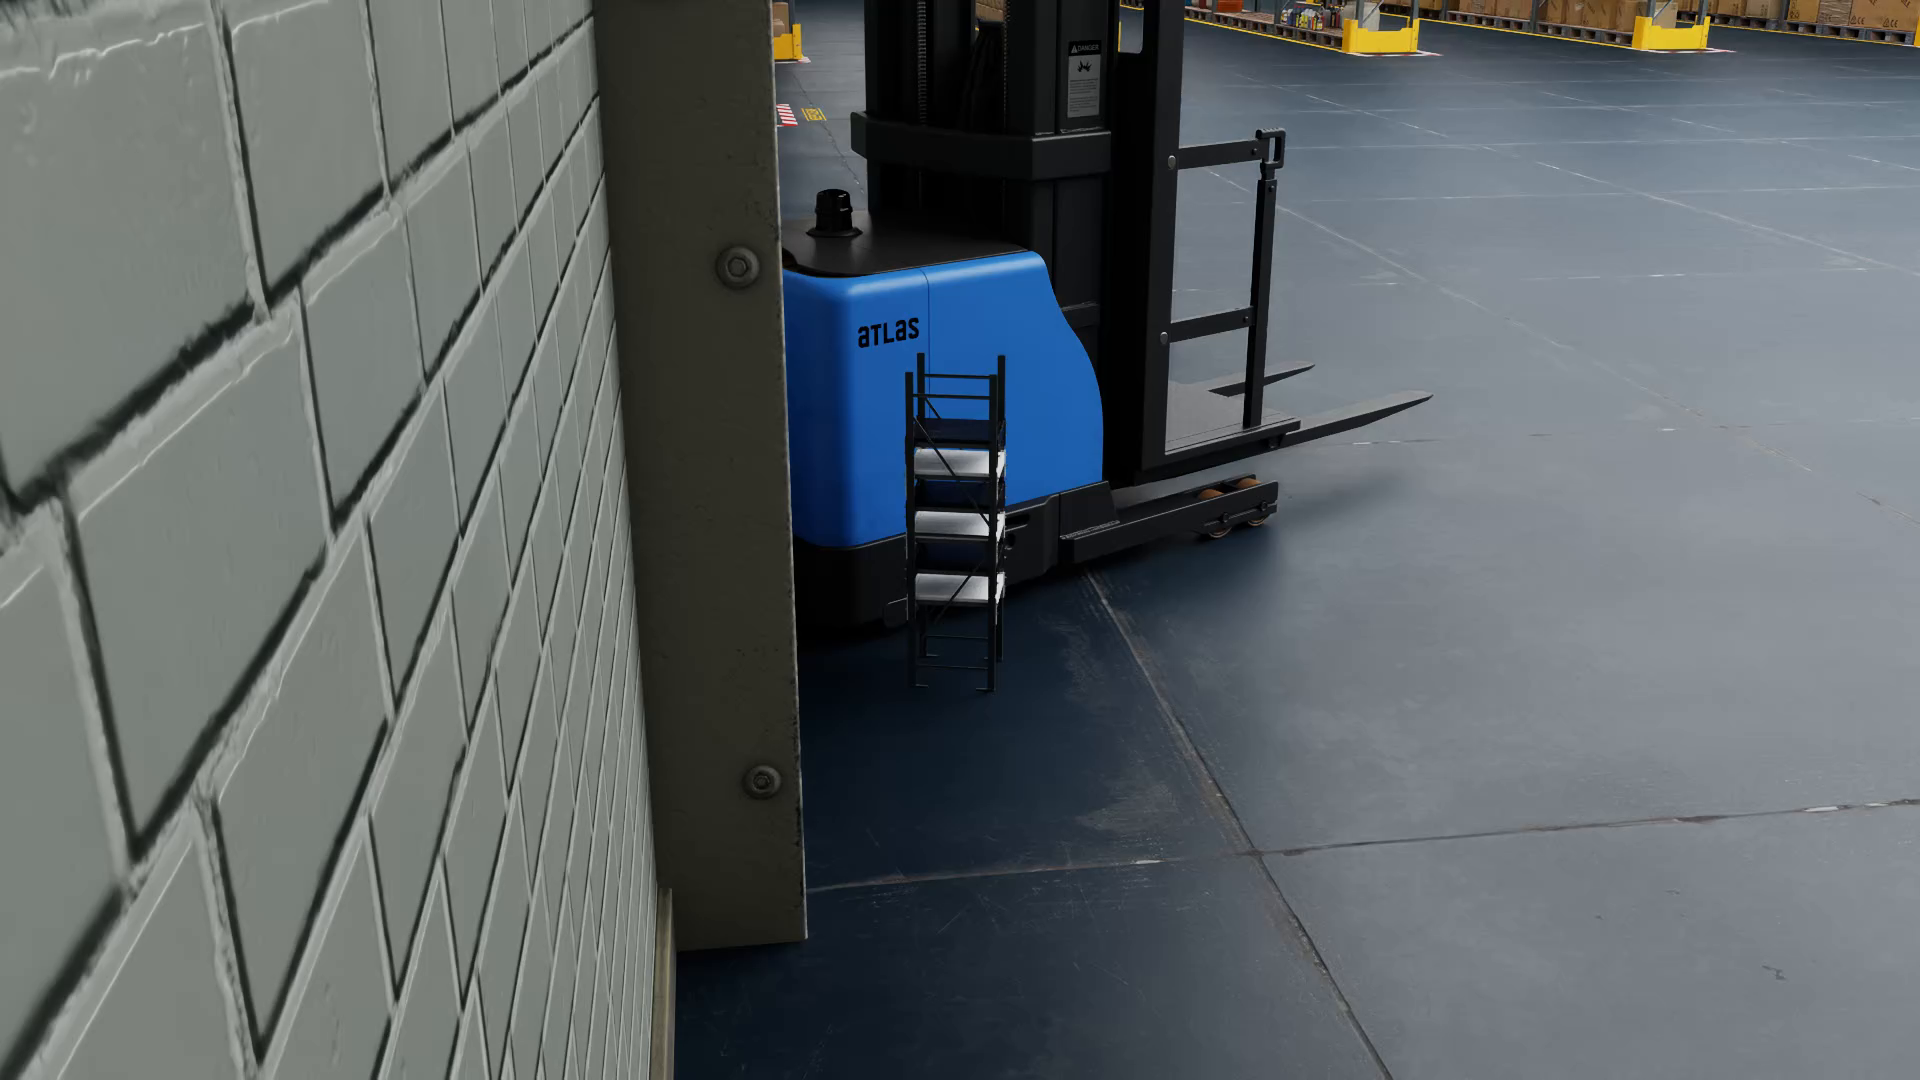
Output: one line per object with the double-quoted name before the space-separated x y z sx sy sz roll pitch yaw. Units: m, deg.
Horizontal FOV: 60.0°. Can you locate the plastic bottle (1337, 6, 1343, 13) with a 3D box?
"plastic bottle" 6.676 -9.204 29.228 0.144 0.351 0.185 -3 21 -8

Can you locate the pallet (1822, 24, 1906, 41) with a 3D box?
"pallet" 16.259 -9.093 29.761 1.003 0.211 1.213 -3 21 -8

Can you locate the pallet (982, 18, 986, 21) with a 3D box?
"pallet" 0.998 -9.747 31.511 1.003 0.211 1.213 -3 21 -8

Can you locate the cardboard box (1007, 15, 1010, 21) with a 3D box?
"cardboard box" 1.088 -9.109 29.148 0.500 0.250 0.500 -3 21 -8

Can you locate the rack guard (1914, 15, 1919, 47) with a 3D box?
"rack guard" 16.628 -8.526 27.829 1.175 0.500 0.348 -3 21 -8

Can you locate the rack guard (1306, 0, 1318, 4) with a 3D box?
"rack guard" 9.392 -13.867 42.130 1.175 0.500 0.348 -3 21 -8

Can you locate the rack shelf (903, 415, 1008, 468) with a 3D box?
"rack shelf" -0.010 -0.266 4.467 0.258 0.077 0.200 3 21 7

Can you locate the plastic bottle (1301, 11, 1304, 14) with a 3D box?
"plastic bottle" 6.015 -9.138 29.167 0.097 0.271 0.097 0 20 0

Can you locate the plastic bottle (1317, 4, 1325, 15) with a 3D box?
"plastic bottle" 6.459 -9.375 29.686 0.144 0.351 0.185 -3 21 -8

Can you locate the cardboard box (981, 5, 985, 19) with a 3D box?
"cardboard box" 0.684 -10.120 31.855 0.500 0.250 0.500 -3 21 -9

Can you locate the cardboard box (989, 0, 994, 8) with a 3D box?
"cardboard box" 0.829 -10.026 30.802 0.500 0.311 0.500 -3 21 -8

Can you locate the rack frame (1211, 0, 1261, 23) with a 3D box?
"rack frame" 5.647 -12.010 33.585 1.000 3.000 0.127 -3 21 -8

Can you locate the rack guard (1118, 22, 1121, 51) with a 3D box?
"rack guard" 1.902 -7.812 25.919 1.175 0.500 0.348 -3 21 -8

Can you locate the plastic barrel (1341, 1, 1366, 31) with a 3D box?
"plastic barrel" 6.558 -8.669 27.595 0.421 0.512 0.421 0 20 0

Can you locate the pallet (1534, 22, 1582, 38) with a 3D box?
"pallet" 11.257 -9.338 30.416 1.003 0.211 1.213 -3 21 -8

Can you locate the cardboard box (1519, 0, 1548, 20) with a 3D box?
"cardboard box" 11.058 -10.124 31.478 0.700 0.500 0.500 -5 21 -12

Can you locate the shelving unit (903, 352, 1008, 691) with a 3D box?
"shelving unit" -0.010 -0.045 4.550 0.258 0.900 0.210 3 21 7

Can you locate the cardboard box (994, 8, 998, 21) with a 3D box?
"cardboard box" 0.904 -9.589 30.434 0.500 0.250 0.500 -3 21 -9

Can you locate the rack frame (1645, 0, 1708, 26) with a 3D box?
"rack frame" 11.702 -9.490 26.838 1.000 3.000 0.127 -3 21 -8

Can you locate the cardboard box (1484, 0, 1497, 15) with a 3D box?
"cardboard box" 10.846 -10.677 32.959 0.700 0.500 0.500 -1 21 -3

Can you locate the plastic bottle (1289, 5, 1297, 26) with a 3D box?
"plastic bottle" 5.930 -9.290 29.459 0.144 0.351 0.185 -2 21 -6

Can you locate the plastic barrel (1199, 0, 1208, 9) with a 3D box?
"plastic barrel" 5.397 -11.637 35.432 0.600 0.588 0.708 -3 21 -8

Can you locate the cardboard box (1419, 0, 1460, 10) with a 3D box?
"cardboard box" 10.470 -11.701 35.195 1.225 0.875 0.875 -4 21 -10

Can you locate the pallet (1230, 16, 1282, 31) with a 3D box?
"pallet" 5.893 -10.012 32.221 1.003 0.211 1.213 -3 21 -8

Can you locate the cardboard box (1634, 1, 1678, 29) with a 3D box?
"cardboard box" 11.628 -8.733 27.783 0.500 0.500 0.500 1 20 2

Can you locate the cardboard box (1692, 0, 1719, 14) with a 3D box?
"cardboard box" 15.599 -11.100 33.763 1.050 0.750 0.750 -3 21 -7

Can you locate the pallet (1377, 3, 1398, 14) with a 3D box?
"pallet" 10.158 -12.075 37.745 1.003 0.211 1.213 -3 21 -8

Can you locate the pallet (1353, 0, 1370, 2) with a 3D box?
"pallet" 9.940 -12.606 39.165 1.003 0.211 1.213 -3 21 -8

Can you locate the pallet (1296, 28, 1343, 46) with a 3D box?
"pallet" 6.458 -8.661 28.603 1.003 0.211 1.213 -3 21 -8

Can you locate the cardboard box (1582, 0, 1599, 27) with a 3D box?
"cardboard box" 11.400 -9.351 29.439 0.500 0.500 0.500 -5 21 -13

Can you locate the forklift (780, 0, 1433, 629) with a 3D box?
"forklift" 0.495 -1.509 5.568 3.031 2.935 1.130 -15 25 -35

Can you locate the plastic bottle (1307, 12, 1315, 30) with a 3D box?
"plastic bottle" 6.073 -8.921 28.578 0.152 0.276 0.135 -3 21 -9

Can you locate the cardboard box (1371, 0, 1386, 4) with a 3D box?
"cardboard box" 10.084 -12.626 37.670 1.225 0.875 0.875 -3 21 -8

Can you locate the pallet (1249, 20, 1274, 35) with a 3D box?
"pallet" 6.072 -9.589 31.088 1.003 0.211 1.213 -3 21 -8

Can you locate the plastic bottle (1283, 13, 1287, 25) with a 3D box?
"plastic bottle" 5.851 -9.353 29.841 0.097 0.201 0.097 0 20 0

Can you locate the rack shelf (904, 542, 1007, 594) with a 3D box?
"rack shelf" -0.010 0.071 4.593 0.258 0.077 0.200 3 21 7

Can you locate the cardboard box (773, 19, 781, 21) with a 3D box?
"cardboard box" -3.096 -8.129 26.407 0.500 0.311 0.500 -1 21 -3

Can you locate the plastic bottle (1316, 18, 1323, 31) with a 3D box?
"plastic bottle" 6.102 -8.749 28.225 0.097 0.201 0.097 0 20 0

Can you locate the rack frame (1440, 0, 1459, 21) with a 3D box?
"rack frame" 10.548 -12.260 34.254 1.000 3.000 0.127 -3 21 -8

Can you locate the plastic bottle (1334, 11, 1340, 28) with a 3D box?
"plastic bottle" 6.590 -9.110 29.074 0.061 0.283 0.133 -3 21 -8

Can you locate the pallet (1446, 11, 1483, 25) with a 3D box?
"pallet" 10.660 -10.683 34.017 1.003 0.211 1.213 -3 21 -8

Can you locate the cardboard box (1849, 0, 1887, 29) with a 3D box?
"cardboard box" 16.332 -9.443 29.147 0.875 0.875 0.875 -3 21 -9

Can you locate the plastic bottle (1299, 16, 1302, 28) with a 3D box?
"plastic bottle" 5.974 -9.055 29.045 0.097 0.201 0.097 0 20 0

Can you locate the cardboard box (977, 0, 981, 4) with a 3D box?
"cardboard box" 0.614 -10.555 32.218 0.500 0.311 0.500 -3 21 -9

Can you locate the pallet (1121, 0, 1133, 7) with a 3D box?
"pallet" 4.574 -13.186 40.719 1.003 0.211 1.213 -3 21 -8
